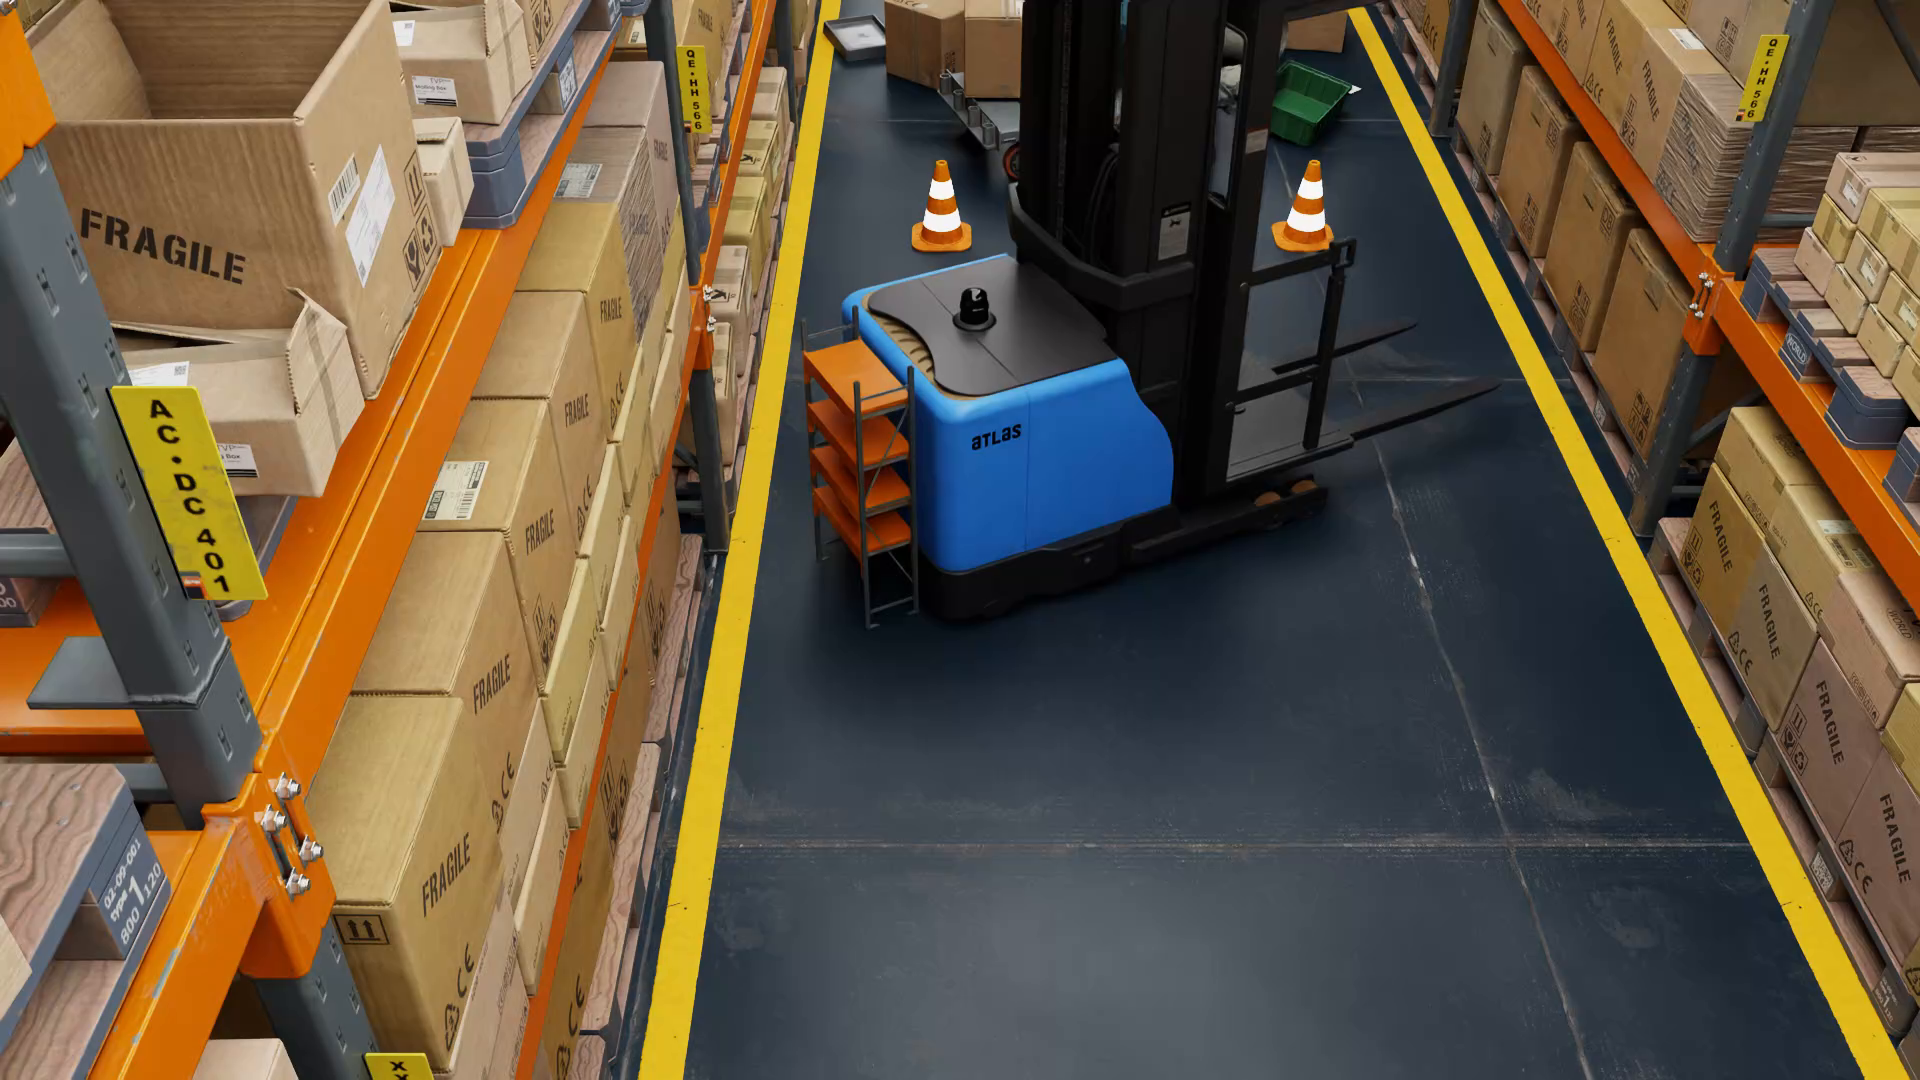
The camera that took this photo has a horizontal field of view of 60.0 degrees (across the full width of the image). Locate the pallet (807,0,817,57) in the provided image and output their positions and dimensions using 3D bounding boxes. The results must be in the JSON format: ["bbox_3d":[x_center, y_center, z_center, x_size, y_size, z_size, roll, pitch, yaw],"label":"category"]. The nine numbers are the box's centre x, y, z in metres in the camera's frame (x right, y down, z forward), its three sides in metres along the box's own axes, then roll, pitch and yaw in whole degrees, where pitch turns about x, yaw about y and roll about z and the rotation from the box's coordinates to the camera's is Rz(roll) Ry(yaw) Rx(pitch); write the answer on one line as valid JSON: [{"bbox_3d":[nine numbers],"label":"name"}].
[{"bbox_3d":[-1.545,-3.746,11.756,1.003,0.211,1.213,0,39,0],"label":"pallet"}]

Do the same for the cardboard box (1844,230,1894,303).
[{"bbox_3d":[3.252,-0.925,5.633,0.380,0.149,0.250,2,39,2],"label":"cardboard box"}]

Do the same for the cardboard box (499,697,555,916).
[{"bbox_3d":[-1.243,0.615,3.804,0.500,0.250,0.500,1,39,1],"label":"cardboard box"}]

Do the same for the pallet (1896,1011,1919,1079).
[{"bbox_3d":[3.452,1.888,4.726,1.003,0.211,1.213,0,39,0],"label":"pallet"}]

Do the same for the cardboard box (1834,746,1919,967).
[{"bbox_3d":[3.205,0.994,5.274,0.500,0.500,0.500,-1,39,-1],"label":"cardboard box"}]

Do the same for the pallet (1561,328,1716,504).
[{"bbox_3d":[3.524,-0.620,7.855,1.003,0.211,1.213,0,39,0],"label":"pallet"}]

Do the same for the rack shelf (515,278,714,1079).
[{"bbox_3d":[-1.498,0.383,4.949,1.077,0.370,4.000,0,39,0],"label":"rack shelf"}]

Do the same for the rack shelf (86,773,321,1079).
[{"bbox_3d":[-1.494,1.714,0.889,1.077,0.370,4.000,0,39,0],"label":"rack shelf"}]

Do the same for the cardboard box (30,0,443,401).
[{"bbox_3d":[-1.207,-0.572,2.750,0.500,0.500,0.500,-1,39,-1],"label":"cardboard box"}]

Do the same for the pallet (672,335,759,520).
[{"bbox_3d":[-1.500,-0.549,7.766,1.003,0.211,1.213,0,39,0],"label":"pallet"}]

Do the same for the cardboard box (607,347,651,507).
[{"bbox_3d":[-1.221,-0.341,4.997,0.500,0.250,0.500,-1,39,-1],"label":"cardboard box"}]

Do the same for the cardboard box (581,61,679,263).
[{"bbox_3d":[-1.238,-1.254,5.537,0.500,0.500,0.500,-1,39,-1],"label":"cardboard box"}]

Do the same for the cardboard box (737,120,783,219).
[{"bbox_3d":[-1.498,-2.011,9.126,0.950,0.372,0.625,2,39,3],"label":"cardboard box"}]

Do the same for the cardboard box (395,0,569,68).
[{"bbox_3d":[-1.208,-1.420,3.809,0.500,0.500,0.500,0,39,0],"label":"cardboard box"}]

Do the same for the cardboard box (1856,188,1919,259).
[{"bbox_3d":[3.259,-1.056,5.558,0.380,0.149,0.250,-1,39,-1],"label":"cardboard box"}]

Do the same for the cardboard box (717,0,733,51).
[{"bbox_3d":[-1.284,-2.407,7.201,0.500,0.500,0.500,1,39,1],"label":"cardboard box"}]

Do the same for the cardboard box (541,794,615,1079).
[{"bbox_3d":[-1.585,1.066,4.885,0.875,0.875,0.875,1,39,1],"label":"cardboard box"}]

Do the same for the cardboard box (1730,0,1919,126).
[{"bbox_3d":[3.459,-1.925,6.374,0.700,0.500,0.500,0,39,0],"label":"cardboard box"}]

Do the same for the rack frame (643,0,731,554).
[{"bbox_3d":[-1.500,-1.148,6.284,1.000,3.000,0.127,0,39,0],"label":"rack frame"}]

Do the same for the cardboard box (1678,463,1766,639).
[{"bbox_3d":[3.195,0.039,6.466,0.500,0.500,0.500,-2,39,-2],"label":"cardboard box"}]

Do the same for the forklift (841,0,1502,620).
[{"bbox_3d":[1.050,-1.464,6.733,3.031,2.935,1.130,-18,42,-21],"label":"forklift"}]

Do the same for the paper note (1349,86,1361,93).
[{"bbox_3d":[2.539,-2.978,10.941,0.147,0.020,0.142,-28,46,-30],"label":"paper note"}]

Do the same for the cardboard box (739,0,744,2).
[{"bbox_3d":[-1.242,-2.756,8.155,0.380,0.149,0.250,0,39,0],"label":"cardboard box"}]

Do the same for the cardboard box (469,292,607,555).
[{"bbox_3d":[-1.242,-0.306,4.354,0.500,0.500,0.500,-1,39,-1],"label":"cardboard box"}]

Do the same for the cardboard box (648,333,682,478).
[{"bbox_3d":[-1.224,-0.454,5.538,0.500,0.250,0.500,1,39,1],"label":"cardboard box"}]

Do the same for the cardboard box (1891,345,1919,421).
[{"bbox_3d":[3.251,-0.496,5.335,0.380,0.149,0.250,2,39,2],"label":"cardboard box"}]

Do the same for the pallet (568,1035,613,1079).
[{"bbox_3d":[-1.572,1.959,4.637,1.003,0.211,1.213,0,39,0],"label":"pallet"}]

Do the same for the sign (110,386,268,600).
[{"bbox_3d":[-0.941,-0.051,2.040,0.100,0.325,0.005,0,39,0],"label":"sign"}]

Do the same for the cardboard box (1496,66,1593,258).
[{"bbox_3d":[3.533,-2.011,8.824,1.050,0.750,0.750,0,39,0],"label":"cardboard box"}]

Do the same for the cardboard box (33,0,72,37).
[{"bbox_3d":[-6.154,-3.355,10.901,0.500,0.250,0.500,-1,39,-1],"label":"cardboard box"}]

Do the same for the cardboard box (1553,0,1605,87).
[{"bbox_3d":[3.176,-2.481,7.867,0.500,0.500,0.500,1,39,1],"label":"cardboard box"}]

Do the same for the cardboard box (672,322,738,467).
[{"bbox_3d":[-1.491,-0.640,7.416,0.950,0.372,0.625,-2,39,-3],"label":"cardboard box"}]

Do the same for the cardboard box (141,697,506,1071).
[{"bbox_3d":[-1.209,0.649,3.163,0.500,0.500,0.500,0,39,0],"label":"cardboard box"}]

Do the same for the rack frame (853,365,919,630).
[{"bbox_3d":[-0.279,-0.139,6.464,0.240,1.200,0.015,-18,42,-21],"label":"rack frame"}]

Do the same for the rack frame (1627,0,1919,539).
[{"bbox_3d":[3.449,-1.215,6.368,1.000,3.000,0.127,0,39,0],"label":"rack frame"}]

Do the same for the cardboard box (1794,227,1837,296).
[{"bbox_3d":[3.248,-1.001,5.965,0.380,0.149,0.250,-1,39,-1],"label":"cardboard box"}]

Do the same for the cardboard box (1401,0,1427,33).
[{"bbox_3d":[3.509,-4.008,11.216,0.875,0.875,0.875,0,39,0],"label":"cardboard box"}]

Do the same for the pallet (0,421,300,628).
[{"bbox_3d":[-1.546,-0.316,3.000,0.805,0.209,1.217,-1,39,-2],"label":"pallet"}]

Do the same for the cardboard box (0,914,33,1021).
[{"bbox_3d":[-1.175,0.431,1.606,0.396,0.266,0.258,1,39,1],"label":"cardboard box"}]

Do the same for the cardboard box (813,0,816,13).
[{"bbox_3d":[-1.251,-3.775,11.425,0.500,0.250,0.500,-1,39,-1],"label":"cardboard box"}]

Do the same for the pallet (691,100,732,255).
[{"bbox_3d":[-1.608,-1.519,6.900,1.213,0.211,1.003,0,39,0],"label":"pallet"}]

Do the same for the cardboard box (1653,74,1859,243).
[{"bbox_3d":[3.180,-1.536,6.688,0.500,0.500,0.500,0,39,0],"label":"cardboard box"}]

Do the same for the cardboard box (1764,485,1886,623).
[{"bbox_3d":[3.209,0.052,5.849,0.500,0.250,0.500,0,39,-1],"label":"cardboard box"}]

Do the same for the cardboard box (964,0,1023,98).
[{"bbox_3d":[0.275,-2.990,9.975,0.500,0.500,0.500,0,39,0],"label":"cardboard box"}]

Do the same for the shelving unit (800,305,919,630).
[{"bbox_3d":[-0.392,-0.274,6.633,0.258,1.200,0.503,-18,42,-21],"label":"shelving unit"}]

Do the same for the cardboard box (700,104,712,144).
[{"bbox_3d":[-1.236,-1.765,6.919,0.380,0.149,0.250,-2,39,-3],"label":"cardboard box"}]

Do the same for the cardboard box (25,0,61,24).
[{"bbox_3d":[-6.163,-3.547,10.741,0.500,0.250,0.500,0,39,0],"label":"cardboard box"}]

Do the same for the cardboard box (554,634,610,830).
[{"bbox_3d":[-1.219,0.492,4.357,0.500,0.250,0.500,0,39,0],"label":"cardboard box"}]

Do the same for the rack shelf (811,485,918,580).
[{"bbox_3d":[-0.392,-0.067,6.799,0.258,0.148,0.480,-18,42,-21],"label":"rack shelf"}]

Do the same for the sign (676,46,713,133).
[{"bbox_3d":[-0.945,-1.603,5.925,0.100,0.325,0.005,0,39,0],"label":"sign"}]

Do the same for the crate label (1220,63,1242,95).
[{"bbox_3d":[1.842,-3.016,10.904,0.298,0.136,0.250,-28,46,-30],"label":"crate label"}]

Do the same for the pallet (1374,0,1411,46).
[{"bbox_3d":[3.518,-3.869,11.909,1.003,0.211,1.213,0,39,0],"label":"pallet"}]
